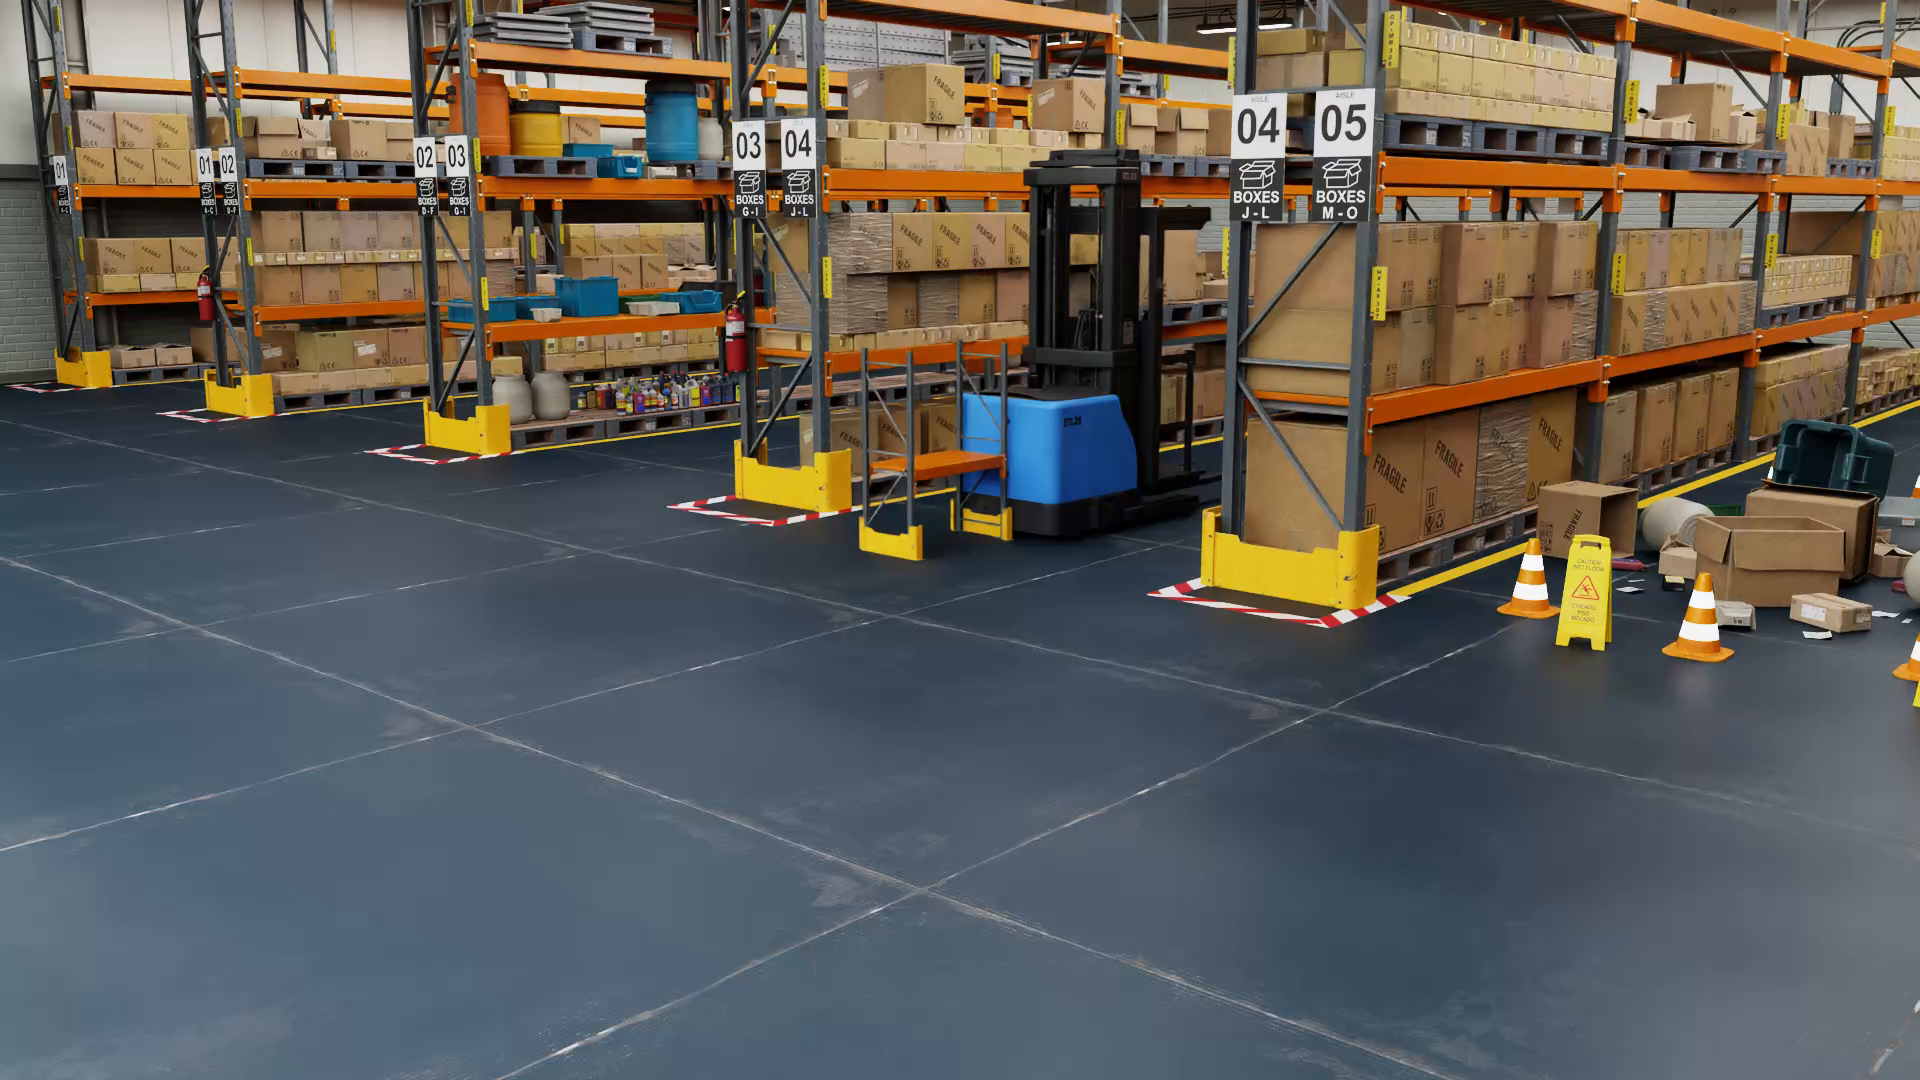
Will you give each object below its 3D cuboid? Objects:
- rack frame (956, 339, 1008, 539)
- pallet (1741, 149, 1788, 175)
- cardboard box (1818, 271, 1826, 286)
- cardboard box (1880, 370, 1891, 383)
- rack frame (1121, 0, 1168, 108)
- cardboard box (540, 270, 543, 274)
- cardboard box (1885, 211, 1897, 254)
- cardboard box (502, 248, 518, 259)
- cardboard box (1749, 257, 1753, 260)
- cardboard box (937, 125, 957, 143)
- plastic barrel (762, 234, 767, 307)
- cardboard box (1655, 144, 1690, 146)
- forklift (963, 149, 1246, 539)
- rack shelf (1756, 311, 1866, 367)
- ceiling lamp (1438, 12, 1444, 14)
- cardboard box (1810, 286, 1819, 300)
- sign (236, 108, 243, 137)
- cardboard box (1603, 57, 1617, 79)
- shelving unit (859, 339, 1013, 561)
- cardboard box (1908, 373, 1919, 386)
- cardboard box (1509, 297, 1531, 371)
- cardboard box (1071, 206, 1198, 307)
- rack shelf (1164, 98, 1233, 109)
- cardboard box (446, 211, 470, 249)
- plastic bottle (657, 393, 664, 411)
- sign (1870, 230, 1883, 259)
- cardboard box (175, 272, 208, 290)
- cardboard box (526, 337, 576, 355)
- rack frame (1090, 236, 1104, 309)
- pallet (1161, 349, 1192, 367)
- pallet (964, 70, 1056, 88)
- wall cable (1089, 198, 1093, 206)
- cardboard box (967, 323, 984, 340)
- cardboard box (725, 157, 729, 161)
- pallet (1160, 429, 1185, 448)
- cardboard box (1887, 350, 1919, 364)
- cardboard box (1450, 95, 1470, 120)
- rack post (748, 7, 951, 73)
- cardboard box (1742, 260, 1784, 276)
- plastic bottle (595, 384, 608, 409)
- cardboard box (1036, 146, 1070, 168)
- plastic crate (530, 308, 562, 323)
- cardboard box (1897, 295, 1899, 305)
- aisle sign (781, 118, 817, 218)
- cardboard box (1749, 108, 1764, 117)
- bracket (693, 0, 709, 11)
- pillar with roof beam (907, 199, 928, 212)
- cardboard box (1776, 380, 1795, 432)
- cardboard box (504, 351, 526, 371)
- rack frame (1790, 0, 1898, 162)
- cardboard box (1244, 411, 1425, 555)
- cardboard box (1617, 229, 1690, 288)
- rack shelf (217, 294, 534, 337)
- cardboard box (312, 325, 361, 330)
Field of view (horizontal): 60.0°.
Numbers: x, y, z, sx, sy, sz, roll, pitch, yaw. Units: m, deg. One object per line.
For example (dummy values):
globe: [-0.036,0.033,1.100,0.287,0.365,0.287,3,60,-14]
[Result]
rack frame: [0.165,-0.771,12.744,0.500,1.500,0.032,10,15,41]
pallet: [7.063,-3.582,15.808,1.213,0.211,1.003,11,16,43]
cardboard box: [9.285,-2.884,18.301,0.380,0.149,0.250,9,14,37]
cardboard box: [11.395,-2.054,20.784,0.380,0.149,0.250,10,15,40]
rack frame: [2.709,-7.132,25.443,1.000,3.000,0.127,10,15,40]
cardboard box: [-7.351,-4.850,29.925,0.380,0.149,0.250,10,15,41]
cardboard box: [10.900,-3.692,19.968,0.500,0.500,0.500,9,15,39]
cardboard box: [-6.309,-3.953,22.934,0.380,0.149,0.250,10,15,40]
cardboard box: [8.630,-3.079,18.519,0.380,0.149,0.250,11,15,42]
cardboard box: [-0.252,-3.574,14.656,0.380,0.149,0.250,9,14,38]
plastic barrel: [-2.089,-3.276,20.177,0.600,0.901,0.708,10,15,40]
cardboard box: [6.474,-3.805,15.503,0.500,0.250,0.500,10,15,42]
forklift: [1.332,-1.678,13.628,1.130,2.935,3.031,10,15,41]
rack shelf: [8.768,-2.246,18.136,1.077,0.370,4.000,10,15,40]
ceiling lamp: [9.013,-10.652,28.164,2.000,3.185,0.800,10,15,40]
cardboard box: [9.117,-2.700,18.140,0.380,0.149,0.250,11,15,43]
sign: [-8.518,-4.931,19.649,0.100,0.325,0.005,10,15,40]
cardboard box: [4.806,-3.615,12.772,0.380,0.149,0.250,10,15,40]
shelving unit: [-0.172,-0.699,12.382,0.587,1.500,1.083,10,15,41]
cardboard box: [12.444,-2.134,21.946,0.380,0.149,0.250,10,15,42]
cardboard box: [3.782,-1.586,12.610,0.875,0.550,0.550,10,15,40]
cardboard box: [1.778,-2.971,17.326,1.000,1.000,1.000,10,15,41]
rack shelf: [4.029,-6.877,27.025,1.077,0.370,4.000,10,15,40]
cardboard box: [-6.911,-4.198,22.506,0.700,0.500,0.500,10,15,40]
plastic bottle: [-3.424,-1.574,18.955,0.097,0.201,0.097,0,11,0]
sign: [10.508,-3.390,19.069,0.100,0.325,0.005,10,15,40]
cardboard box: [-11.421,-3.825,24.534,0.500,0.250,0.500,9,15,39]
cardboard box: [-5.830,-2.815,23.663,0.500,0.311,0.500,10,15,41]
rack frame: [1.148,-2.372,16.931,1.000,3.000,0.127,10,15,40]
pallet: [3.165,-2.936,26.870,1.003,0.211,1.213,10,15,40]
pallet: [0.568,-6.357,23.065,1.213,0.211,1.003,10,15,40]
wall cable: [1.909,-8.264,39.041,3.097,2.526,0.112,10,15,40]
cardboard box: [0.004,-1.934,15.377,0.380,0.149,0.250,10,15,40]
cardboard box: [-3.907,-5.772,25.602,0.500,0.250,0.500,8,14,36]
pallet: [1.661,-1.120,17.779,1.003,0.211,1.213,10,15,40]
cardboard box: [12.285,-2.387,21.690,0.380,0.149,0.250,9,15,39]
cardboard box: [3.135,-2.851,10.984,0.380,0.149,0.250,10,15,41]
rack post: [-1.337,-6.354,21.036,1.013,1.000,3.121,10,15,40]
cardboard box: [8.239,-2.798,17.110,0.380,0.149,0.250,10,15,40]
plastic bottle: [-4.143,-1.665,19.219,0.152,0.276,0.135,10,15,41]
cardboard box: [0.691,-3.594,15.769,0.500,0.250,0.500,10,15,42]
plastic crate: [-4.380,-2.385,17.667,0.298,0.136,0.250,10,15,40]
cardboard box: [11.496,-3.015,20.789,0.380,0.149,0.250,11,15,42]
aisle sign: [-1.308,-3.011,13.490,0.394,0.787,0.004,10,15,40]
cardboard box: [8.353,-4.485,17.641,0.396,0.266,0.258,10,15,40]
bracket: [-4.928,-10.286,32.043,0.235,0.232,0.430,10,15,40]
pillar with roof beam: [2.274,-8.954,34.564,9.100,9.000,0.548,10,15,40]
cardboard box: [8.436,-1.430,17.525,0.500,0.500,0.500,10,15,41]
cardboard box: [-6.234,-2.610,24.068,0.500,0.250,0.500,10,15,40]
rack frame: [10.088,-5.835,18.951,1.000,3.000,0.127,10,15,40]
cardboard box: [2.565,-0.400,11.409,0.875,0.875,0.875,10,15,41]
cardboard box: [6.137,-2.554,15.031,0.700,0.500,0.500,10,15,40]
rack shelf: [-7.611,-3.007,21.944,1.077,0.370,4.000,10,15,40]
cardboard box: [-8.151,-2.557,21.888,0.500,0.500,0.500,10,15,40]
